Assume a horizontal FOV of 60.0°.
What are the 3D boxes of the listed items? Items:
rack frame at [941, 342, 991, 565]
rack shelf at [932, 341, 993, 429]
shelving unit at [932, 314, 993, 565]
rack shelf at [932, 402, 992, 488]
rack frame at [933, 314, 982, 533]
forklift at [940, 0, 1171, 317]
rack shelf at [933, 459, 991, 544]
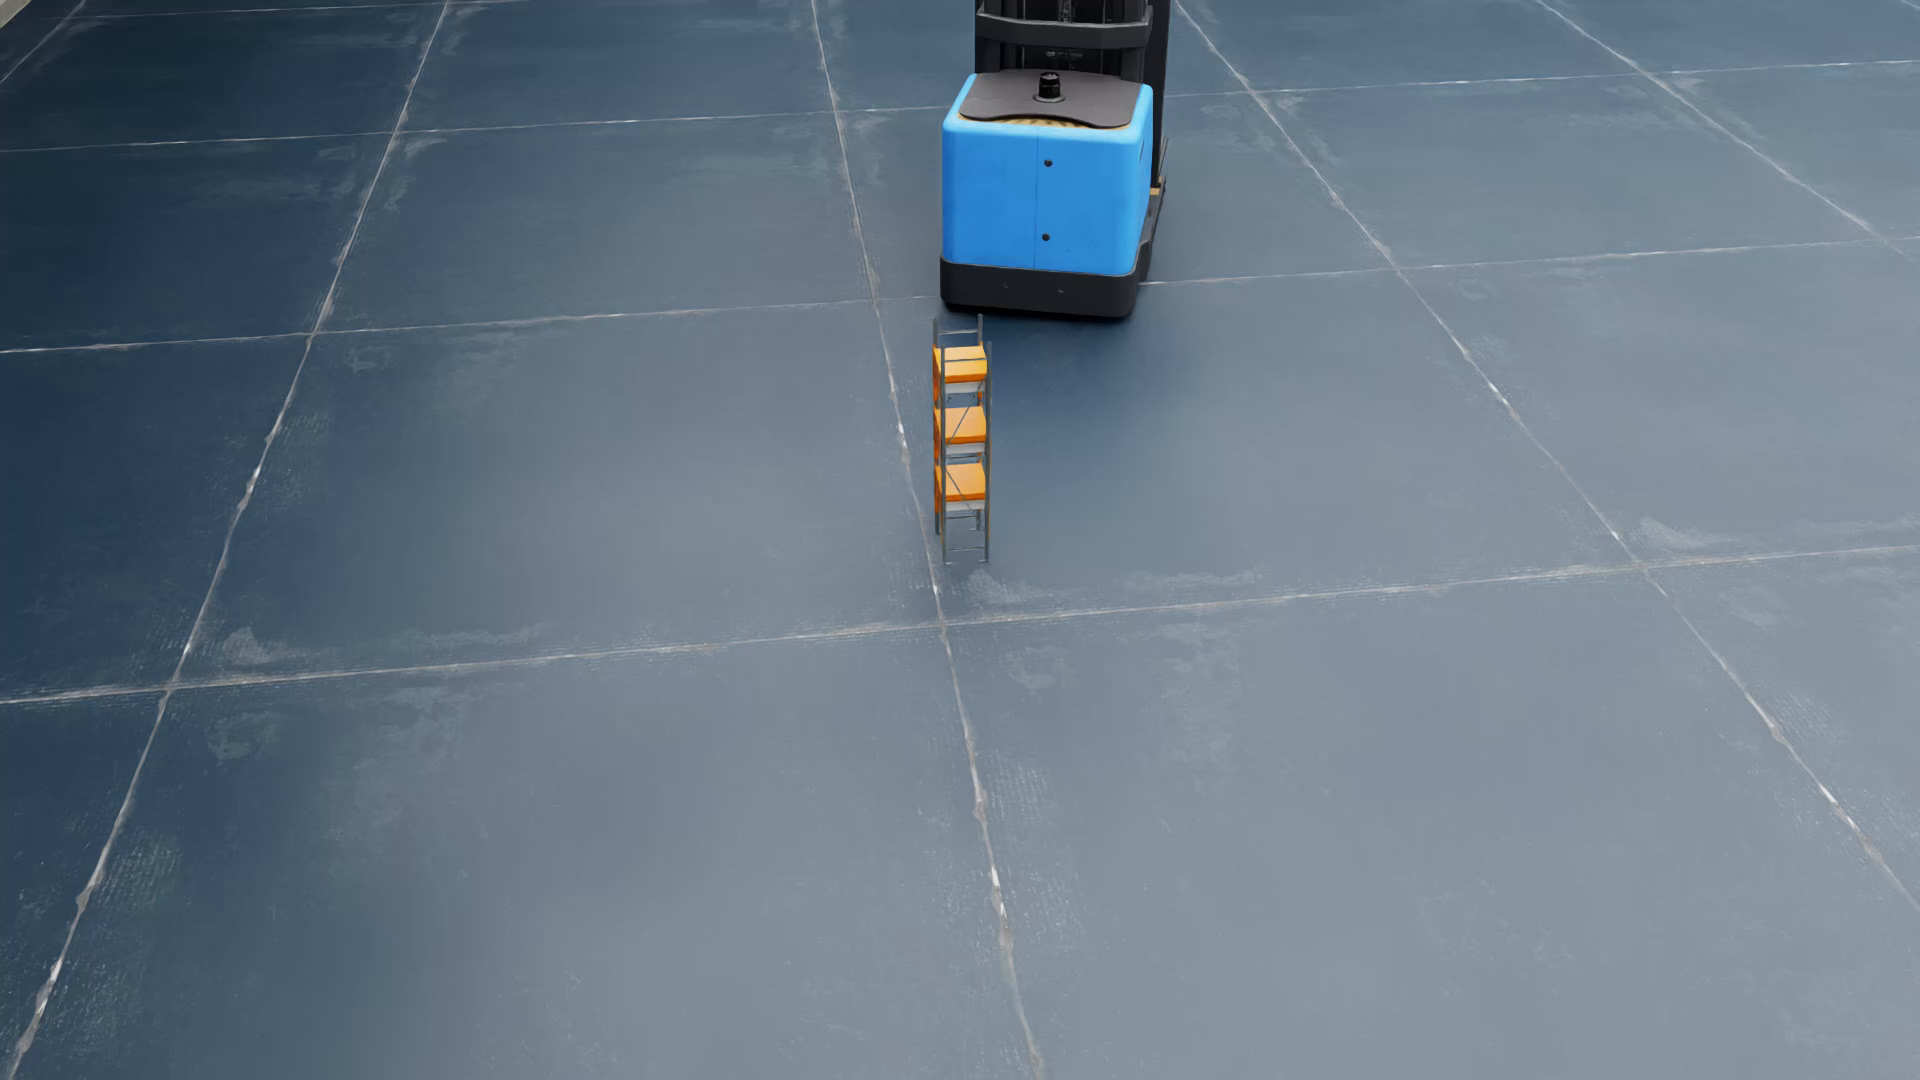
[{"bbox_3d":[0.024,-0.336,6.811,0.200,1.050,0.008,-4,35,-6],"label":"rack frame"},{"bbox_3d":[0.007,-0.630,6.757,0.215,0.259,0.240,-4,35,-6],"label":"rack shelf"},{"bbox_3d":[0.007,-0.404,6.911,0.215,1.050,0.252,-4,35,-6],"label":"shelving unit"},{"bbox_3d":[0.007,-0.395,6.916,0.215,0.259,0.240,-4,35,-6],"label":"rack shelf"},{"bbox_3d":[-0.009,-0.472,7.010,0.200,1.050,0.008,-4,35,-6],"label":"rack frame"},{"bbox_3d":[0.671,-3.221,9.373,1.130,2.935,3.031,6,35,9],"label":"forklift"},{"bbox_3d":[0.007,-0.166,7.073,0.215,0.259,0.240,-4,35,-6],"label":"rack shelf"}]
